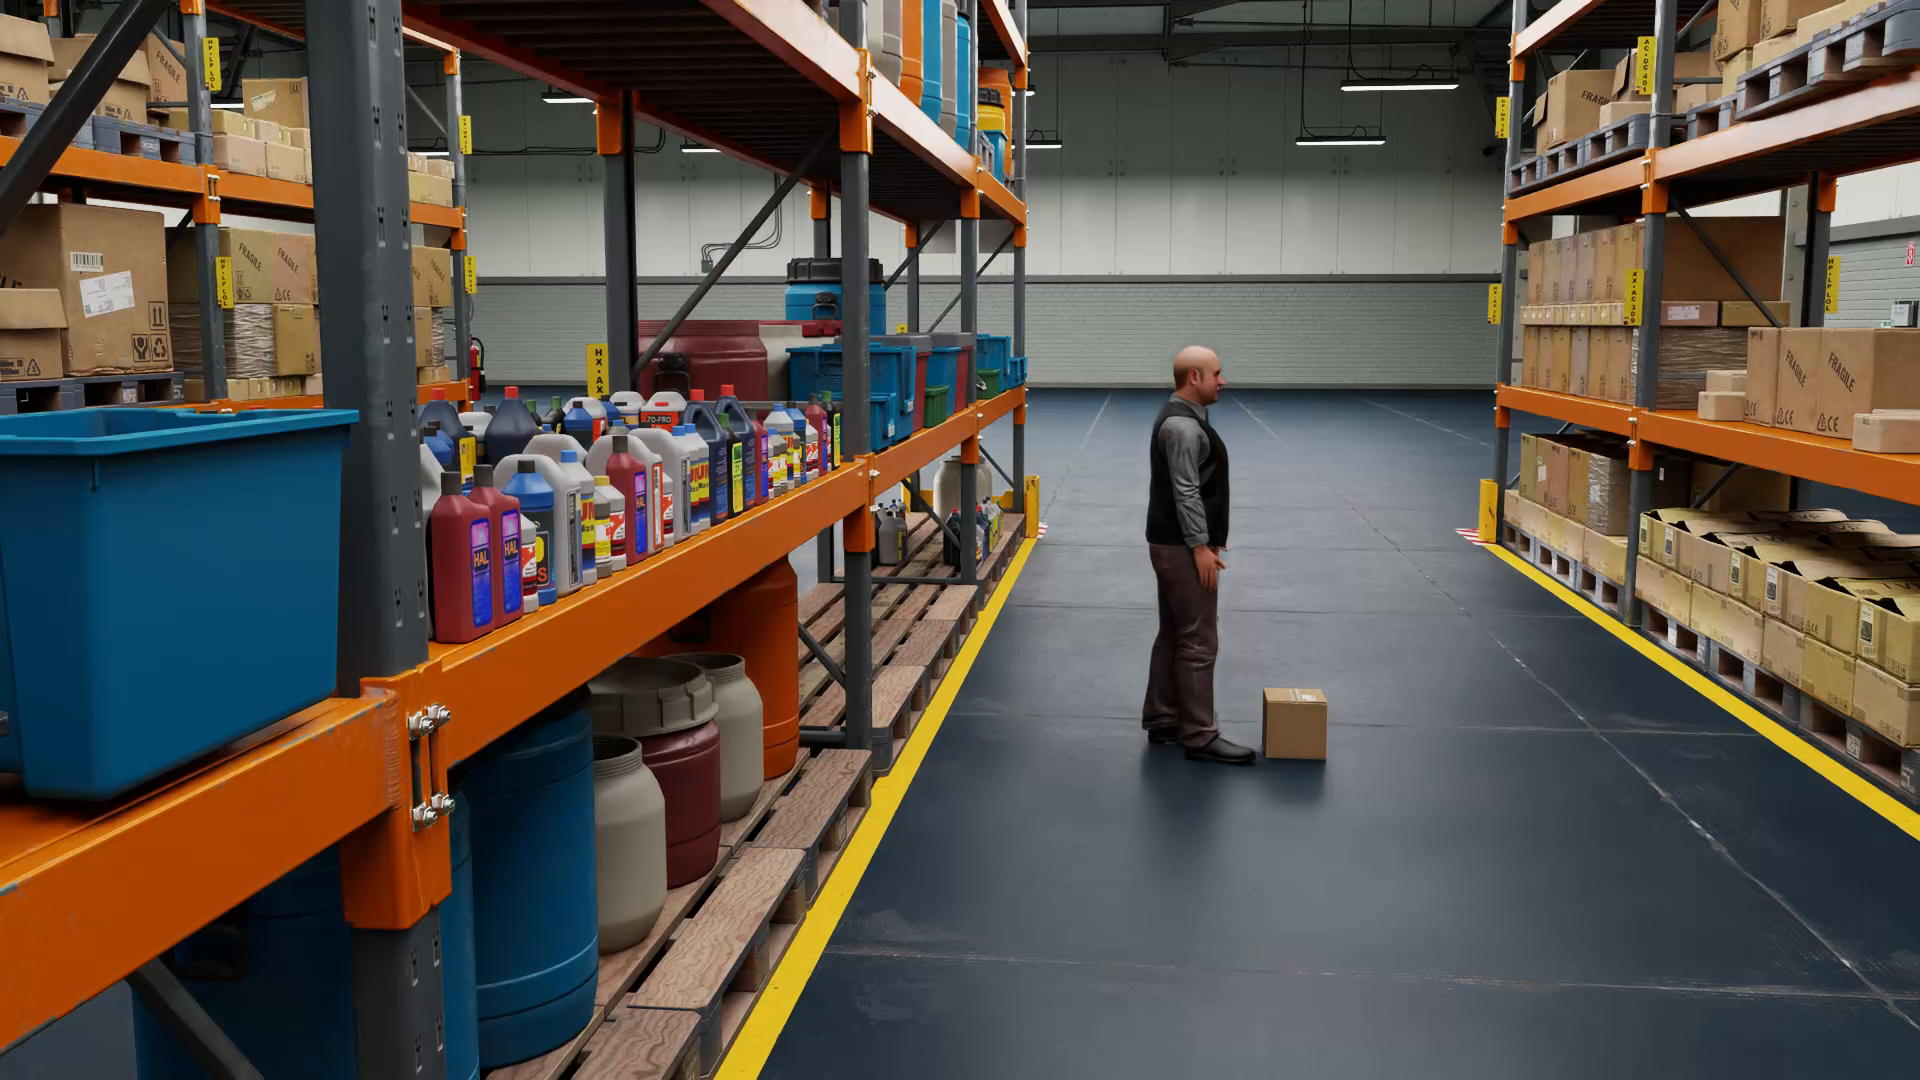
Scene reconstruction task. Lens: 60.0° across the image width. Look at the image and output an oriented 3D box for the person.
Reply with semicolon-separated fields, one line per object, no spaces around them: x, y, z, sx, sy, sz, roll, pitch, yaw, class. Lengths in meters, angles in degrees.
1.022;0.045;7.057;0.480;1.726;0.542;1;8;7;person
